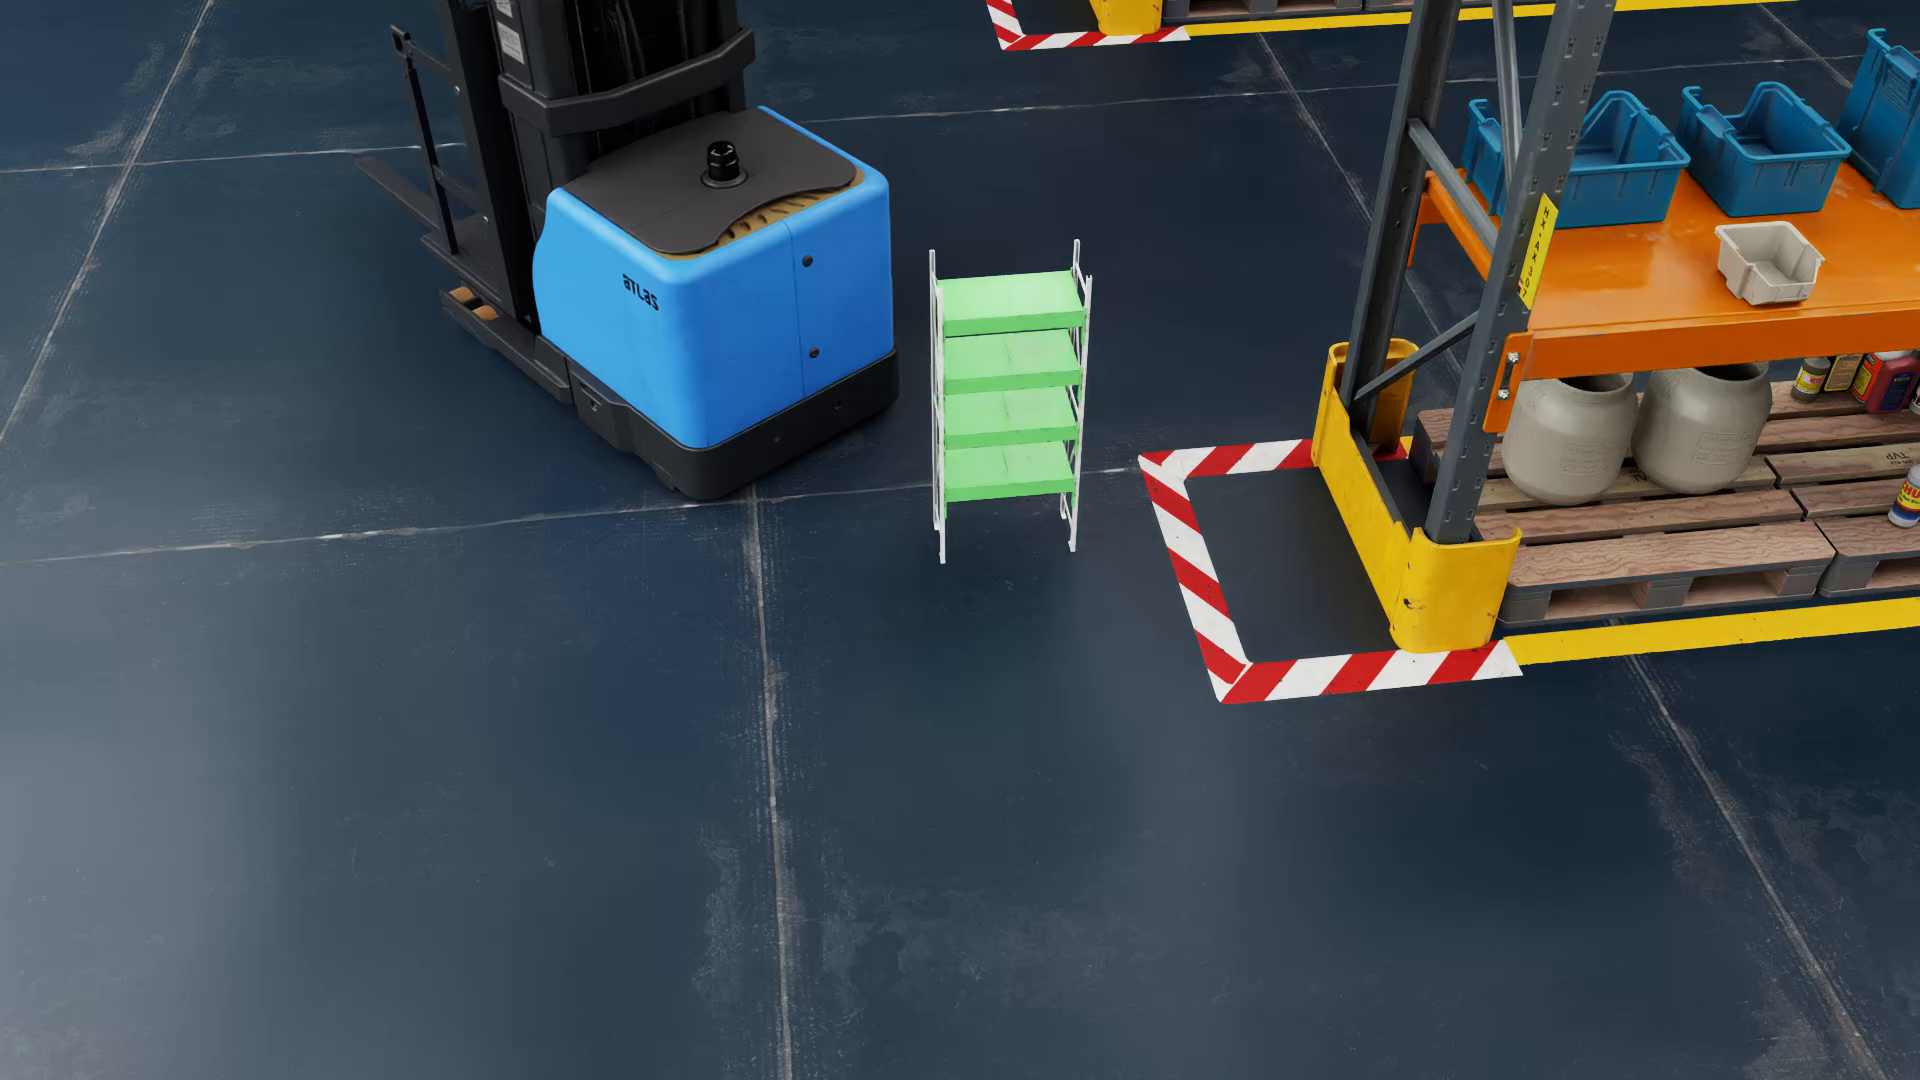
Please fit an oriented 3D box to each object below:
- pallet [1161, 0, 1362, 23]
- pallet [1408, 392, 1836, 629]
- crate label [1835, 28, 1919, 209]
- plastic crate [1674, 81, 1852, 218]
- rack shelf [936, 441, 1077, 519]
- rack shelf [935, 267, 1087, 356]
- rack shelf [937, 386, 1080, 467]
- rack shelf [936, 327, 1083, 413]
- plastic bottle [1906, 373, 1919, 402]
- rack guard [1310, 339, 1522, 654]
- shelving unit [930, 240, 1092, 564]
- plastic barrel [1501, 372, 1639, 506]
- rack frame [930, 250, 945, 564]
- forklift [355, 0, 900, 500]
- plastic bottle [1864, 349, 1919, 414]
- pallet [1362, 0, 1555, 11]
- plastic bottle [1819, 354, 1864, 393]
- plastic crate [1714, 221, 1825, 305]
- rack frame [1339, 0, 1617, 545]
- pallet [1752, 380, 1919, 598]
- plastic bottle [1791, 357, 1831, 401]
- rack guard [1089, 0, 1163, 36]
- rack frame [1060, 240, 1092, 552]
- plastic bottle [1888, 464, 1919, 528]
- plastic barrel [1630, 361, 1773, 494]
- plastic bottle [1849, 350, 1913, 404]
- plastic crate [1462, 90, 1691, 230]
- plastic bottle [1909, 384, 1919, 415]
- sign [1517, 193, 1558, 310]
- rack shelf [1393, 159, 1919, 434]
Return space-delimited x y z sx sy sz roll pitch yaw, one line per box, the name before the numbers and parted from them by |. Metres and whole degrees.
pallet | 1.680 -3.425 9.890 1.213 0.211 1.003 -5 42 -6
pallet | 2.441 -0.146 6.254 1.213 0.211 1.003 -5 42 -6
crate label | 3.355 -1.429 5.568 0.616 0.435 0.502 -5 42 -6
plastic crate | 2.668 -1.316 5.581 0.408 0.251 0.499 -5 42 -6
rack shelf | 0.164 -0.234 6.068 0.480 0.148 0.258 -5 42 -6
rack shelf | 0.164 -0.769 5.585 0.480 0.148 0.258 -5 42 -6
rack shelf | 0.164 -0.412 5.907 0.480 0.148 0.258 -5 42 -6
rack shelf | 0.164 -0.591 5.746 0.480 0.148 0.258 -5 42 -6
plastic bottle | 3.721 -0.695 6.486 0.135 0.276 0.152 -6 42 -7
rack guard | 1.635 -0.186 6.083 0.348 0.500 1.175 -5 42 -6
shelving unit | 0.164 -0.460 5.864 0.503 1.200 0.258 -5 42 -6
plastic barrel | 2.208 -0.417 6.016 0.421 0.512 0.421 0 42 0
rack frame | -0.078 -0.439 5.841 0.015 1.200 0.240 -5 42 -6
forklift | -1.615 -2.141 6.435 1.130 2.935 3.031 -32 51 -30
plastic bottle | 3.597 -0.615 6.392 0.133 0.283 0.061 -5 42 -6
pallet | 2.887 -3.529 10.005 1.213 0.211 1.003 -5 42 -6
plastic bottle | 3.443 -0.704 6.491 0.133 0.283 0.061 -4 42 -4
plastic crate | 2.494 -0.843 5.142 0.250 0.136 0.298 -5 42 -6
rack frame | 1.565 -1.077 5.204 0.127 3.000 1.000 -5 42 -6
pallet | 3.648 -0.250 6.369 1.213 0.211 1.003 -5 42 -6
plastic bottle | 3.330 -0.651 6.493 0.097 0.201 0.097 0 42 0
rack guard | 0.903 -3.436 9.686 0.348 0.500 1.175 -5 42 -6
rack frame | 0.406 -0.481 5.888 0.015 1.200 0.240 -5 42 -6
plastic bottle | 3.404 -0.177 5.916 0.097 0.271 0.097 0 42 0
plastic barrel | 2.705 -0.460 6.064 0.421 0.512 0.421 0 42 0
plastic bottle | 3.583 -0.683 6.473 0.135 0.276 0.152 -5 42 -5
plastic crate | 2.023 -1.264 5.522 0.616 0.251 0.499 -5 42 -6
plastic bottle | 3.755 -0.586 6.421 0.097 0.201 0.097 0 42 0
sign | 1.632 -0.814 4.706 0.005 0.325 0.100 -5 42 -6
rack shelf | 3.549 -0.983 5.637 4.000 0.370 1.077 -5 42 -6
